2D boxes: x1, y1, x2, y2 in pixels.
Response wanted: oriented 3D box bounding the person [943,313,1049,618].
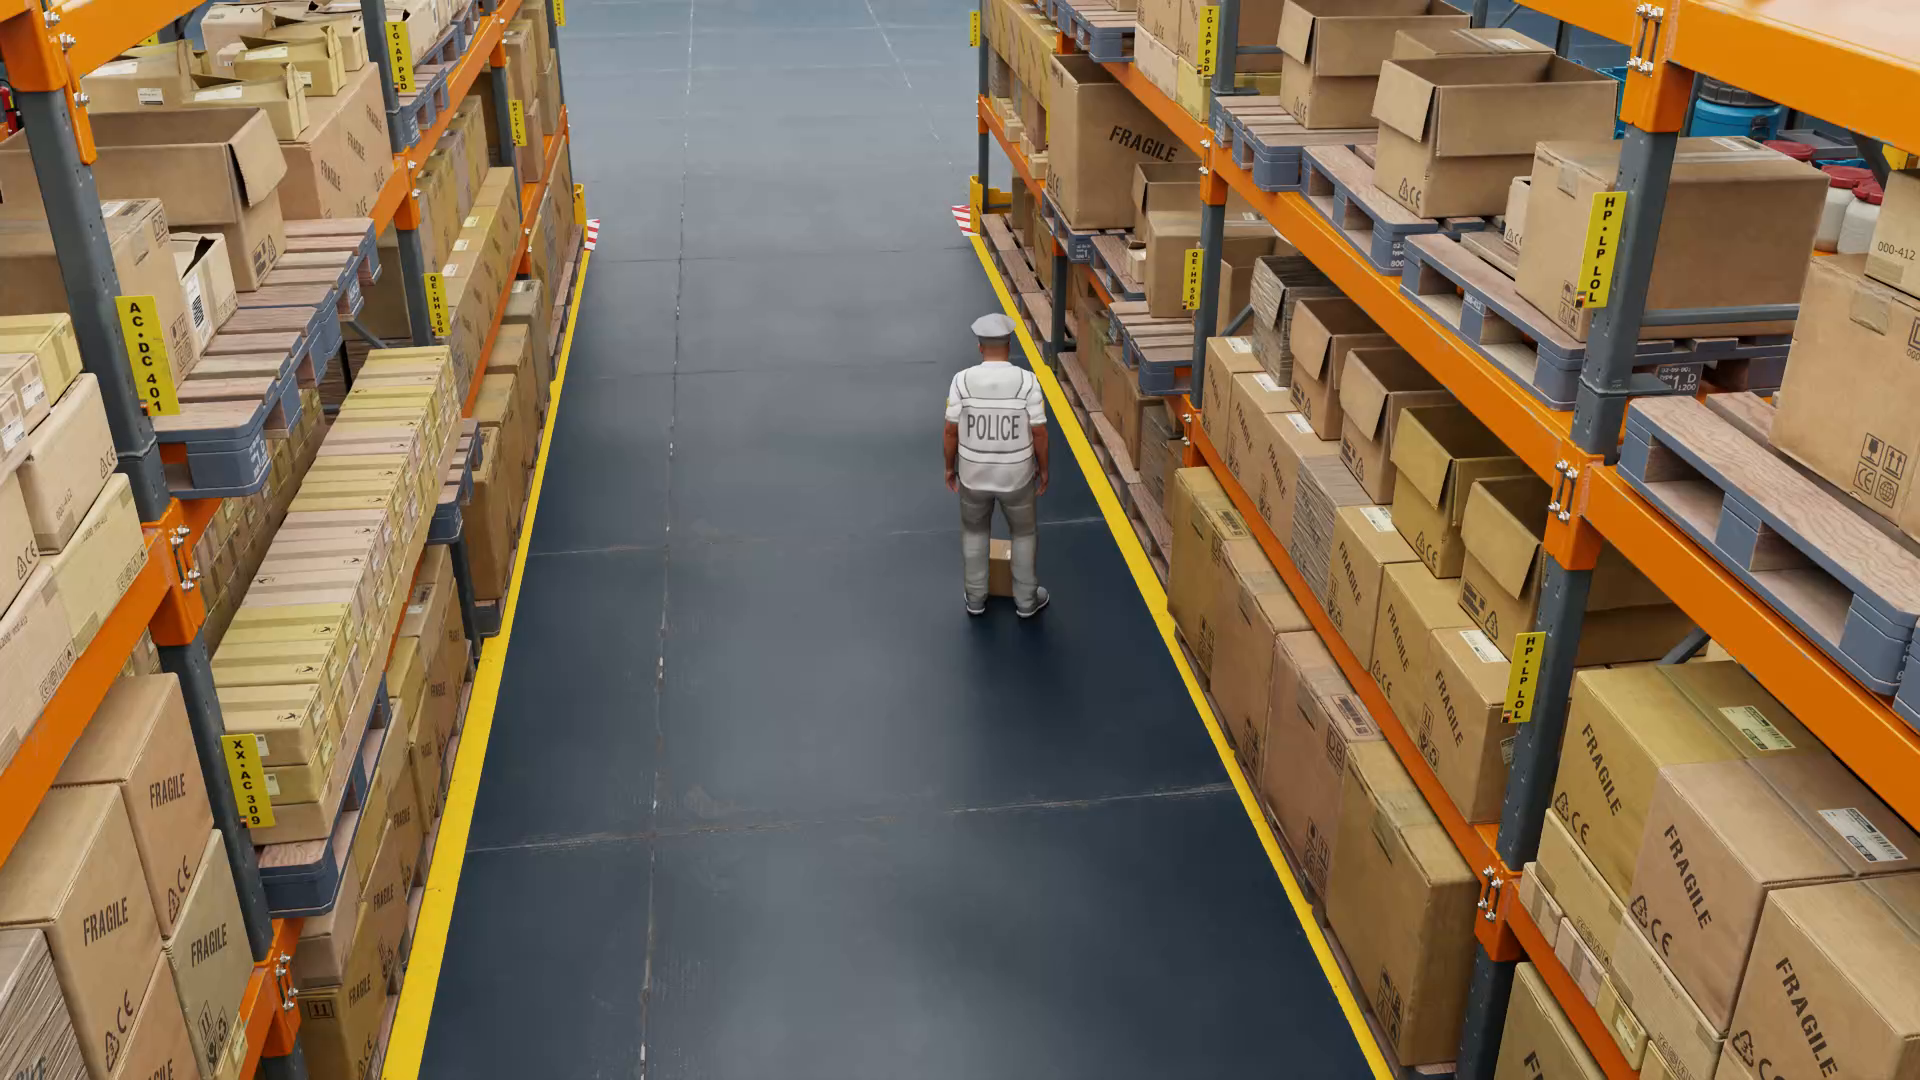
[{"bbox_3d":[0.209,-0.379,9.351,0.606,1.751,0.430,3,27,6],"label":"person"}]
